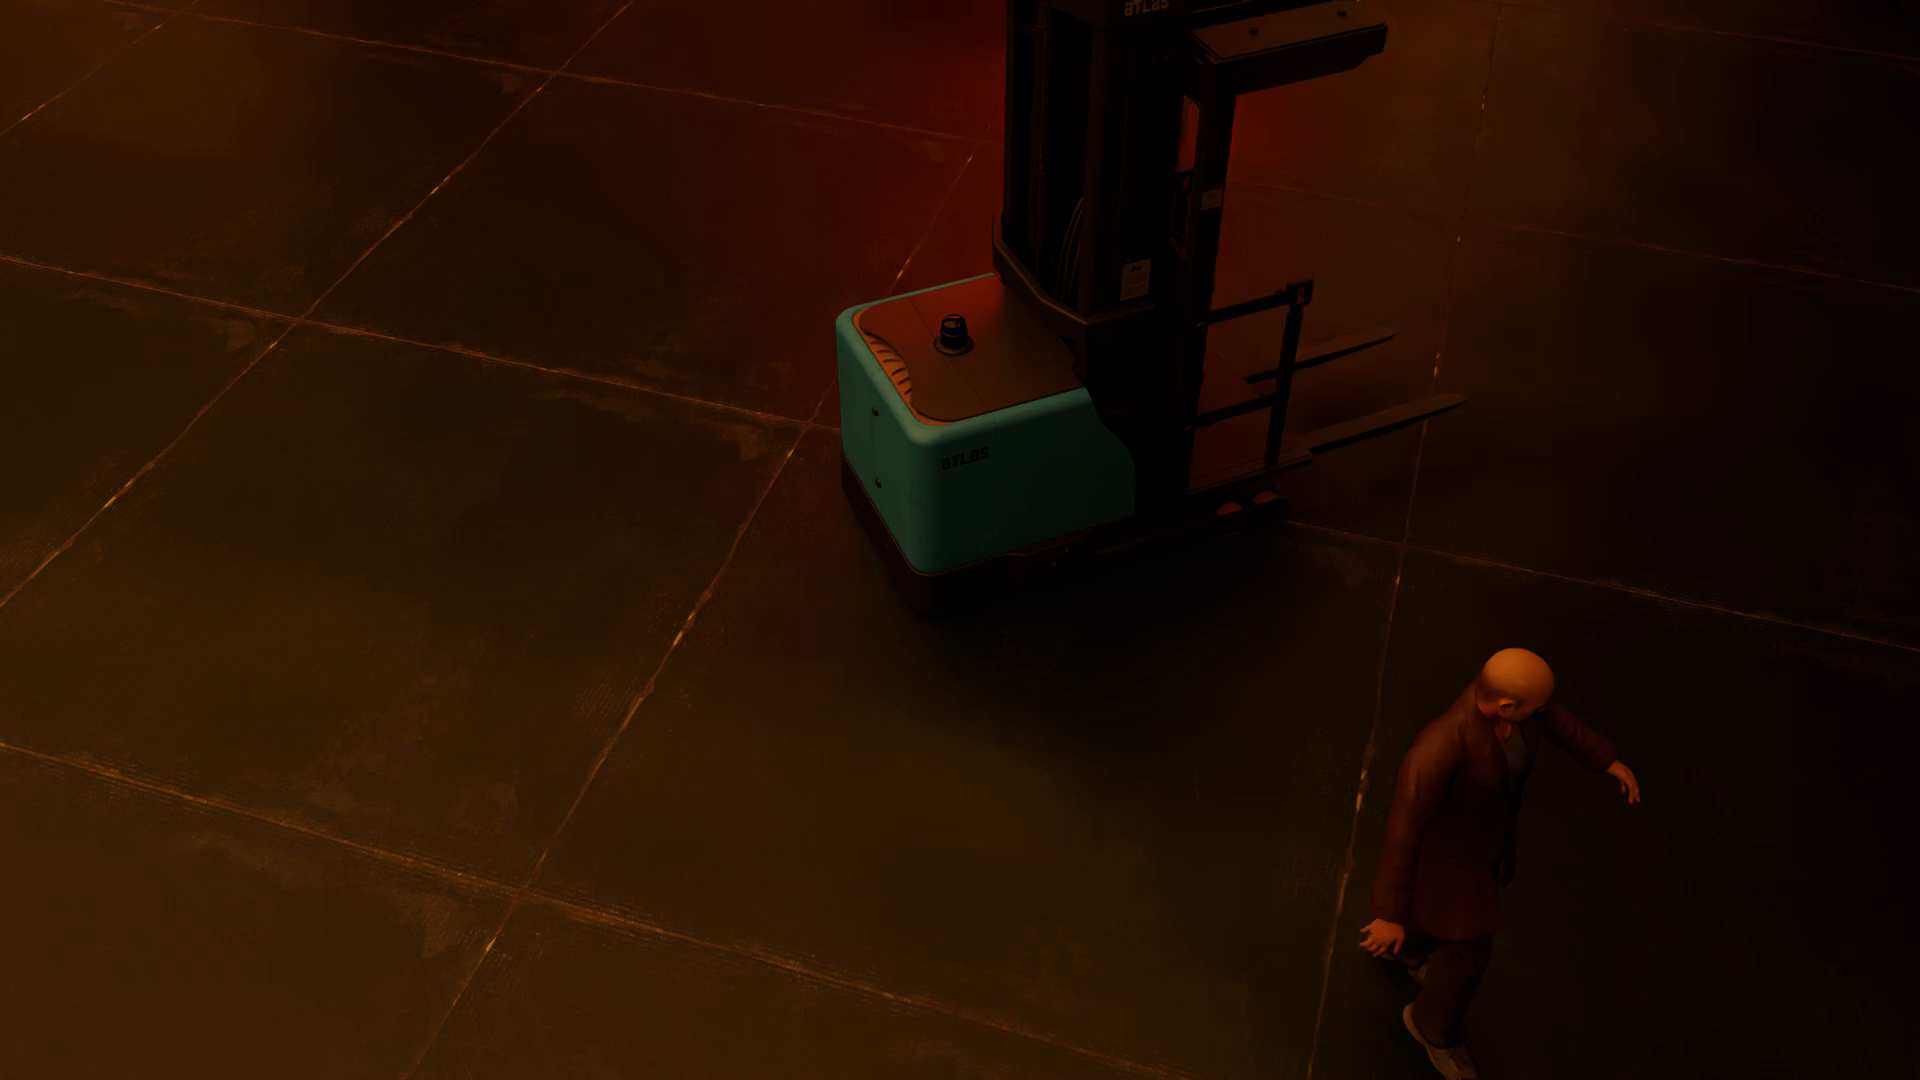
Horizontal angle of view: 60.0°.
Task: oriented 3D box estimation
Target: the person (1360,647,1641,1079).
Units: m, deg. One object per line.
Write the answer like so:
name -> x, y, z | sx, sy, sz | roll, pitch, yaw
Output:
person -> 1.703, 1.061, 5.457 | 1.025, 1.808, 0.640 | -33, 52, -30

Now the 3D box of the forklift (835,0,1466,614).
forklift -> 0.997, -1.405, 7.199 | 3.031, 2.935, 1.130 | -16, 45, -17
